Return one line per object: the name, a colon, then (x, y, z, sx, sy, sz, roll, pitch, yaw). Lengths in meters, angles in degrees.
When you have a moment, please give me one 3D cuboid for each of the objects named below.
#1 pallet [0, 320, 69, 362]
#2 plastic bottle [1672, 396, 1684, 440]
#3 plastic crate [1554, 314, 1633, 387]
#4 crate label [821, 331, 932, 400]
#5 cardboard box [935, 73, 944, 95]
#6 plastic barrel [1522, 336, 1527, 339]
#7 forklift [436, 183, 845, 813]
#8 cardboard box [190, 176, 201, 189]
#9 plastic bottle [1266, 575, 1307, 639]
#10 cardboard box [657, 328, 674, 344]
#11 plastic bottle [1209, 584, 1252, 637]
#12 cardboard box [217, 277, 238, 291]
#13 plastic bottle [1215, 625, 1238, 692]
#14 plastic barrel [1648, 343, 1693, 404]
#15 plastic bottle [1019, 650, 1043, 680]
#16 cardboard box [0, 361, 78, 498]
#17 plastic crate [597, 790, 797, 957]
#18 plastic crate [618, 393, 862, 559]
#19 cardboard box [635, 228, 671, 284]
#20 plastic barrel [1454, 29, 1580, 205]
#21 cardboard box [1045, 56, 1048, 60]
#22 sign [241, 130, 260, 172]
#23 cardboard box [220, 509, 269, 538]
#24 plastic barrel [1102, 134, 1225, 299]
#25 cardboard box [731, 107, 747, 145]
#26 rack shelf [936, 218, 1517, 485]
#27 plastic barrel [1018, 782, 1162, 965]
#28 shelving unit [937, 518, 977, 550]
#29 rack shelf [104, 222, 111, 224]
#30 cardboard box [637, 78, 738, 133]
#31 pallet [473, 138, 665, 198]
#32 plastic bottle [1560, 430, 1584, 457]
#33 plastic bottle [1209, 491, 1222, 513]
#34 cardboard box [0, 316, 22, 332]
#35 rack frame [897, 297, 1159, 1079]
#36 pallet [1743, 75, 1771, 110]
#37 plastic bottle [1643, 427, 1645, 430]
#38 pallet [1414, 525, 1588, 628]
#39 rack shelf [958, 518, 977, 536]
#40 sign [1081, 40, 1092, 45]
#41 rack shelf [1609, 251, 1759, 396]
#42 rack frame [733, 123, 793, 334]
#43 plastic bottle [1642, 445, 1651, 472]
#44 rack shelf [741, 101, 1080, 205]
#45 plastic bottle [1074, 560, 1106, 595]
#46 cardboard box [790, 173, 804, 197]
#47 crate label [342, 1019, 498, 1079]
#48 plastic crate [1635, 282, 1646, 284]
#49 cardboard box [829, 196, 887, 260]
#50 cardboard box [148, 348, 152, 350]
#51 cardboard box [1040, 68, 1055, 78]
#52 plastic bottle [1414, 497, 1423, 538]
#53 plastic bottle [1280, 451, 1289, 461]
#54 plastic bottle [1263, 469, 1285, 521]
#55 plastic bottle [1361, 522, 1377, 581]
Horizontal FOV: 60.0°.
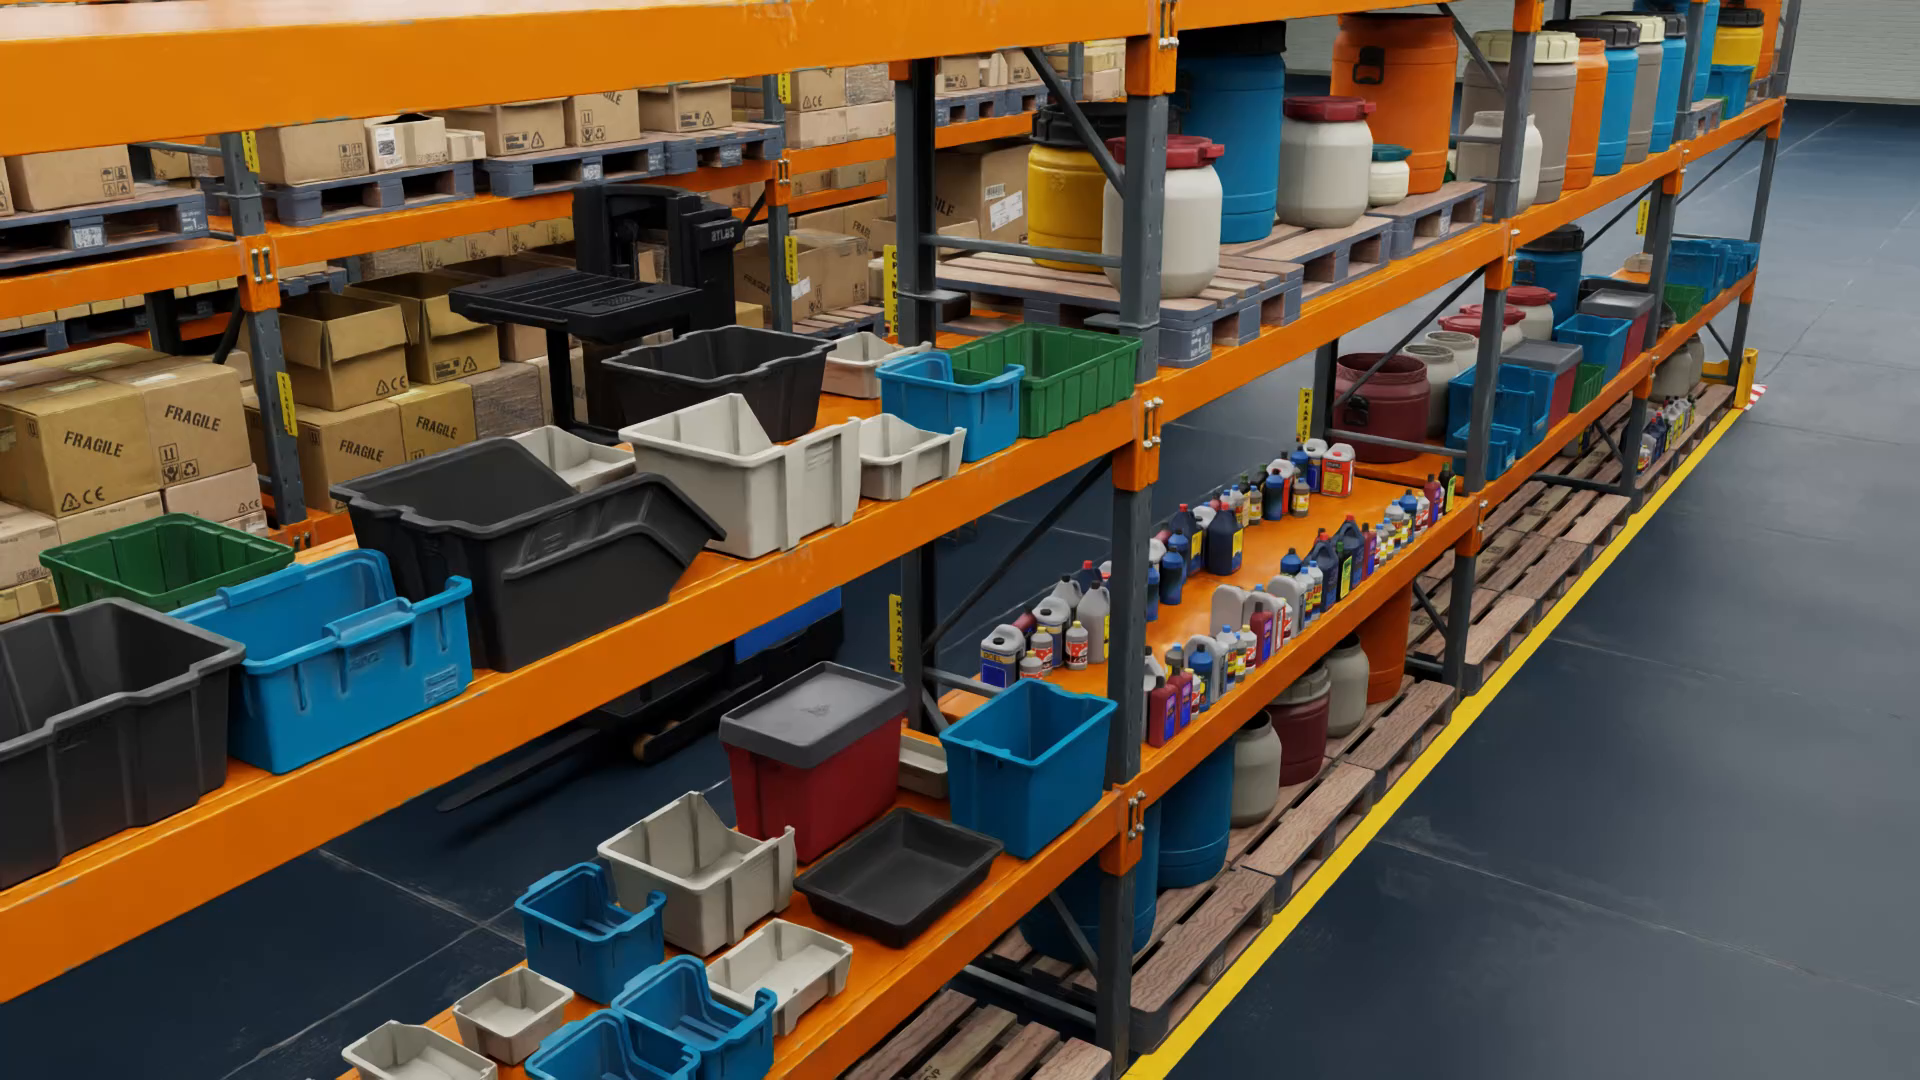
pallet: (-7.372, -1.453, 12.145, 1.003, 0.211, 1.213, 13, 24, 32)
plastic bottle: (5.963, -1.029, 13.907, 0.144, 0.351, 0.185, 14, 25, 34)
plastic crate: (4.354, -1.300, 11.480, 0.392, 0.384, 0.575, 13, 24, 32)
crate label: (-0.295, -0.589, 5.589, 0.293, 0.136, 0.466, 13, 24, 32)
cardboard box: (-0.351, -3.588, 13.048, 0.380, 0.166, 0.250, 12, 24, 30)
plastic barrel: (3.846, -1.270, 11.575, 0.301, 0.262, 0.301, 0, 20, 0)
forklift: (-1.948, -0.349, 8.985, 1.130, 2.935, 3.031, 13, 24, 31)
cardboard box: (-8.539, -4.026, 18.583, 0.380, 0.149, 0.250, 14, 25, 33)
plastic bottle: (1.445, 0.278, 7.369, 0.152, 0.276, 0.135, 13, 24, 32)
cardboard box: (-1.986, -1.218, 11.091, 0.500, 0.500, 0.500, 13, 24, 31)
plastic bottle: (1.189, 0.315, 7.269, 0.152, 0.276, 0.135, 13, 24, 32)
cardboard box: (-5.999, -2.132, 13.461, 0.380, 0.149, 0.250, 13, 24, 31)
plastic bottle: (1.088, 0.479, 6.831, 0.097, 0.271, 0.097, 0, 20, 0)
plastic barrel: (6.376, -1.515, 15.018, 0.421, 0.512, 0.421, 0, 20, 0)
plastic bottle: (0.287, 0.546, 6.750, 0.097, 0.201, 0.097, 0, 20, 0)
cardboard box: (-4.641, -0.549, 8.132, 0.500, 0.500, 0.500, 13, 24, 32)
plastic crate: (-0.791, 1.040, 5.214, 0.437, 0.282, 0.530, 13, 24, 32)
plastic crate: (-0.528, -0.169, 4.245, 0.437, 0.282, 0.530, 13, 24, 32)
cardboard box: (-2.053, -1.814, 11.255, 0.797, 0.503, 0.637, 14, 25, 34)
plastic barrel: (3.109, -2.373, 9.309, 0.600, 0.901, 0.600, 0, 20, 0)
cardboard box: (0.564, -4.324, 14.949, 0.380, 0.149, 0.250, 14, 25, 33)
sign: (-3.417, -1.934, 7.987, 0.100, 0.325, 0.005, 13, 24, 32)
cardboard box: (-3.777, -0.086, 8.537, 0.380, 0.149, 0.250, 13, 24, 32)
plastic barrel: (0.723, -1.159, 5.950, 0.433, 0.535, 0.433, 0, 20, 0)
cardboard box: (-1.564, -3.024, 12.009, 0.500, 0.250, 0.500, 13, 24, 32)
rack shelf: (1.344, -1.033, 7.447, 1.077, 0.370, 4.000, 13, 24, 32)
plastic barrel: (0.539, 1.245, 6.995, 0.600, 0.901, 0.708, 13, 24, 32)
shelving unit: (-0.030, -0.477, 12.041, 0.215, 1.050, 0.252, 13, 24, 32)
rack shelf: (-8.700, -3.672, 18.906, 1.077, 0.370, 4.000, 13, 24, 32)
cardboard box: (-1.912, -2.966, 10.883, 0.797, 0.503, 0.637, 15, 25, 35)
pallet: (-2.573, -2.305, 10.121, 1.003, 0.211, 1.213, 15, 25, 34)
plastic bottle: (4.959, -0.862, 13.455, 0.144, 0.351, 0.185, 13, 24, 32)
plastic bottle: (1.270, -0.099, 8.377, 0.061, 0.283, 0.133, 13, 24, 32)
cardboard box: (-7.026, -1.606, 12.040, 0.380, 0.149, 0.250, 13, 24, 32)
rack frame: (0.219, 0.610, 6.291, 1.000, 3.000, 0.127, 13, 24, 32)
pallet: (6.419, -3.933, 14.521, 1.003, 0.211, 1.213, 13, 24, 32)
plastic bottle: (5.495, -0.828, 13.477, 0.097, 0.271, 0.097, 0, 20, 0)
pallet: (3.622, 0.207, 11.400, 1.003, 0.211, 1.213, 13, 24, 32)
rack shelf: (-0.030, -0.206, 12.141, 0.215, 0.259, 0.240, 13, 24, 32)
sign: (1.081, -4.378, 14.140, 0.100, 0.325, 0.005, 13, 24, 32)
rack shelf: (5.841, -1.921, 14.173, 1.077, 0.370, 4.000, 13, 24, 32)
rack frame: (-1.628, -1.503, 12.005, 1.000, 3.000, 0.127, 13, 24, 32)
plastic bottle: (5.372, -0.643, 13.079, 0.097, 0.201, 0.097, 0, 20, 0)
rack shelf: (-0.504, -3.146, 13.161, 1.077, 0.370, 4.000, 13, 24, 32)
plastic bottle: (0.569, 0.253, 7.328, 0.144, 0.351, 0.185, 13, 24, 32)
cardboard box: (-2.321, -4.292, 19.327, 0.875, 0.550, 0.500, 13, 24, 32)
crate label: (-1.409, 1.419, 4.398, 0.396, 0.136, 0.243, 13, 24, 32)
plastic crate: (5.420, -2.077, 13.935, 0.530, 0.136, 0.437, 13, 24, 32)
cardboard box: (-1.503, -3.788, 20.639, 0.875, 0.875, 0.875, 13, 24, 32)
cardboard box: (-6.835, -1.440, 13.752, 0.500, 0.250, 0.500, 13, 24, 32)
cardboard box: (0.661, -4.169, 15.105, 0.500, 0.250, 0.500, 14, 25, 34)
plastic bottle: (2.329, -0.121, 8.555, 0.097, 0.201, 0.097, 0, 20, 0)
plastic bottle: (1.735, -0.336, 9.018, 0.061, 0.283, 0.133, 13, 24, 32)
plastic bottle: (1.660, -0.243, 8.784, 0.097, 0.271, 0.097, 0, 20, 0)
plastic bottle: (1.951, 0.045, 7.989, 0.061, 0.283, 0.133, 13, 24, 32)
